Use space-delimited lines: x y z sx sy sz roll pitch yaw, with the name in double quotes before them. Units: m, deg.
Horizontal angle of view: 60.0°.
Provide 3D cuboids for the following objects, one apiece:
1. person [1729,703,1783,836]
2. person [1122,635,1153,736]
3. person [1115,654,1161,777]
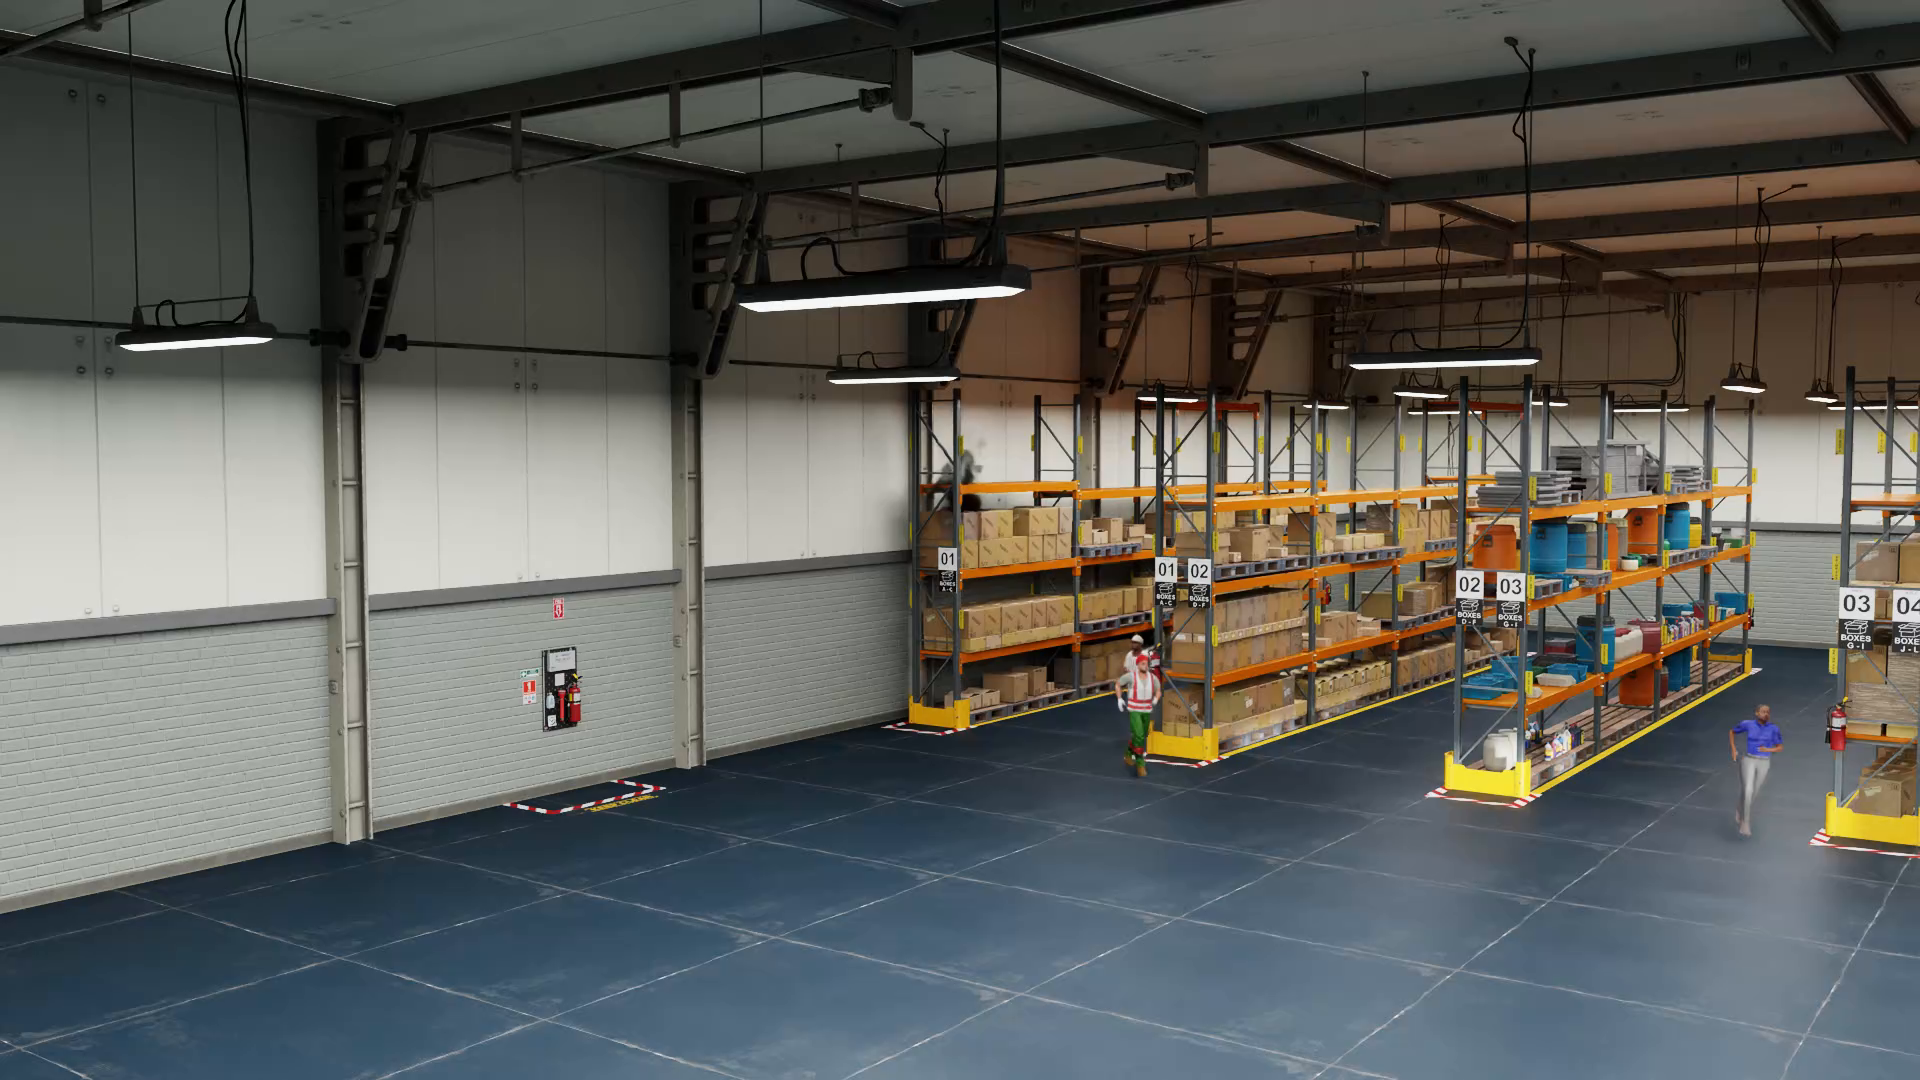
"person" 10.369 2.956 21.645 0.592 1.682 0.842 0 3 8
"person" 3.104 2.505 28.769 0.693 1.732 0.561 2 4 35
"person" 2.765 2.656 25.501 0.677 1.827 0.886 -1 4 -23
